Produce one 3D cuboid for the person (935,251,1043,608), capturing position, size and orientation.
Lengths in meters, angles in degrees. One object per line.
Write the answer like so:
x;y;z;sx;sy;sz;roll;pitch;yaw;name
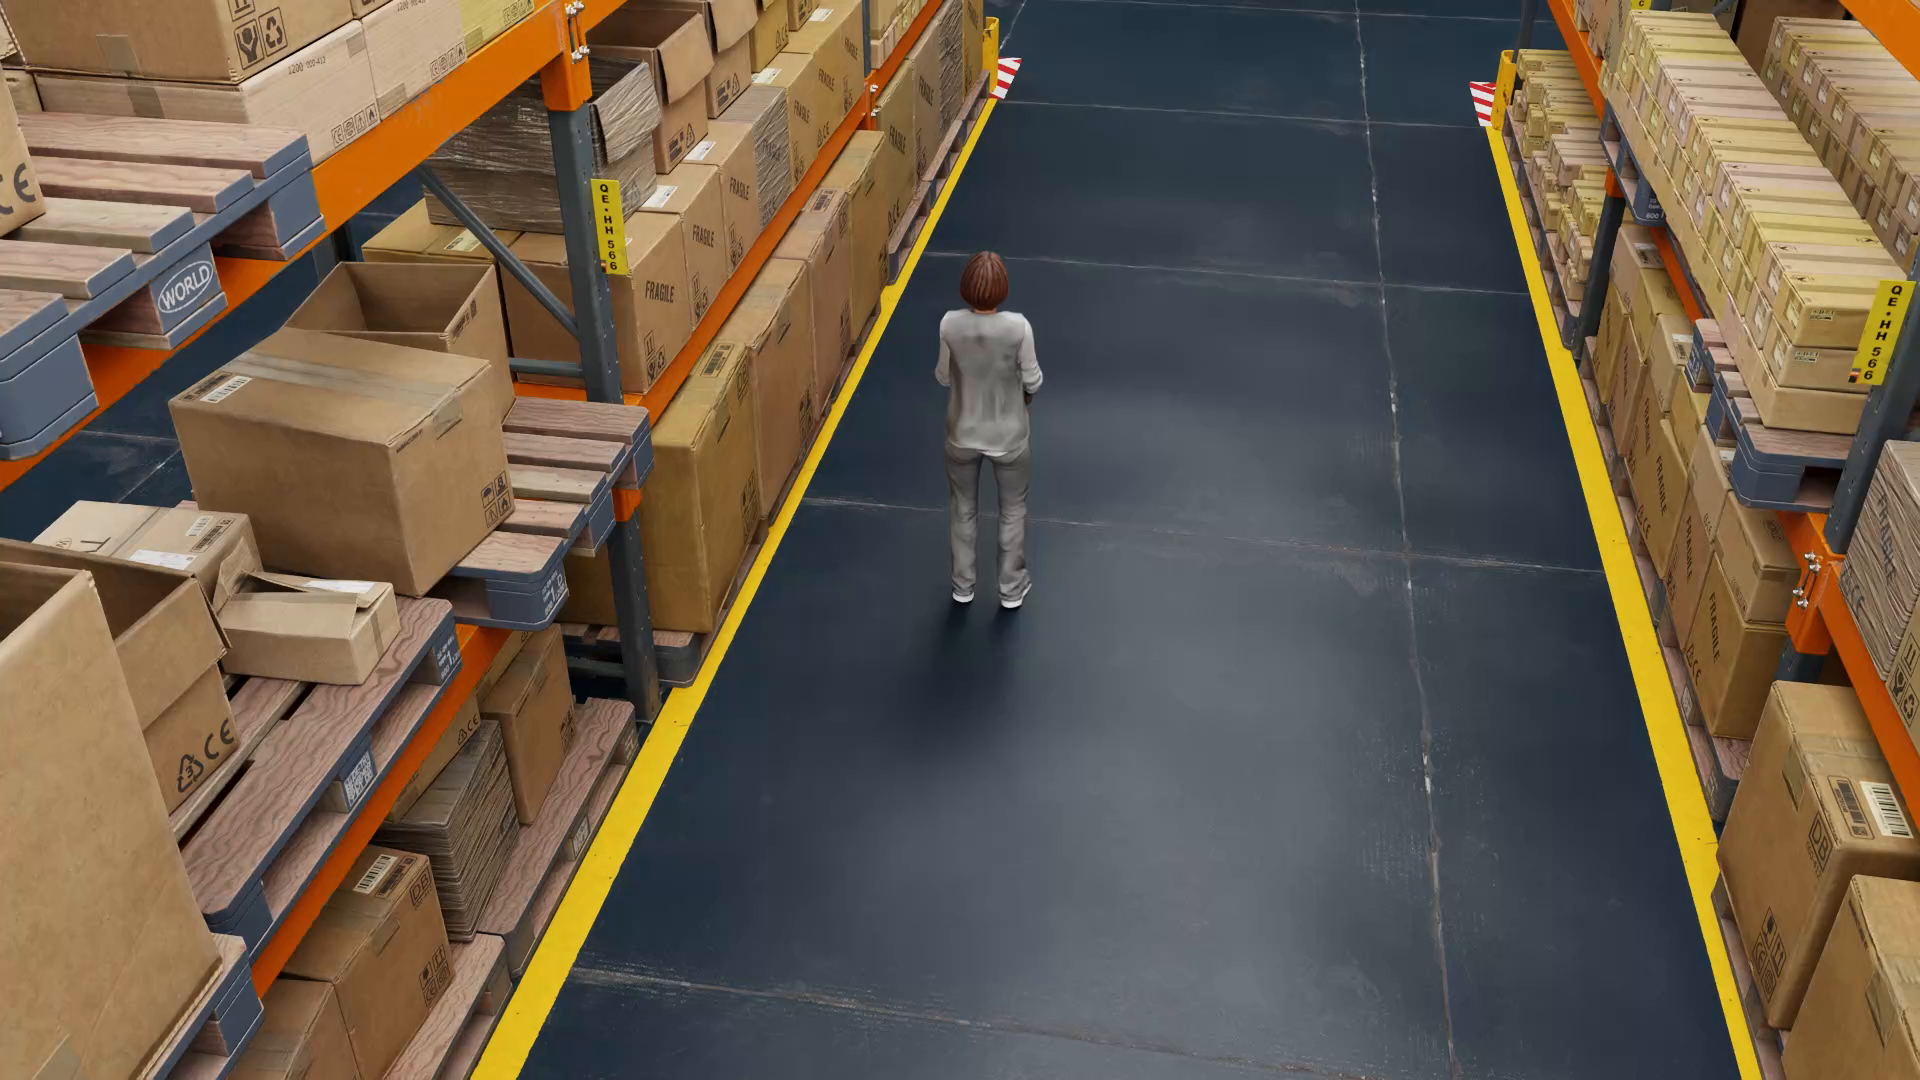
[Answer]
0.121;-0.465;6.875;0.438;1.586;0.471;5;33;8;person
